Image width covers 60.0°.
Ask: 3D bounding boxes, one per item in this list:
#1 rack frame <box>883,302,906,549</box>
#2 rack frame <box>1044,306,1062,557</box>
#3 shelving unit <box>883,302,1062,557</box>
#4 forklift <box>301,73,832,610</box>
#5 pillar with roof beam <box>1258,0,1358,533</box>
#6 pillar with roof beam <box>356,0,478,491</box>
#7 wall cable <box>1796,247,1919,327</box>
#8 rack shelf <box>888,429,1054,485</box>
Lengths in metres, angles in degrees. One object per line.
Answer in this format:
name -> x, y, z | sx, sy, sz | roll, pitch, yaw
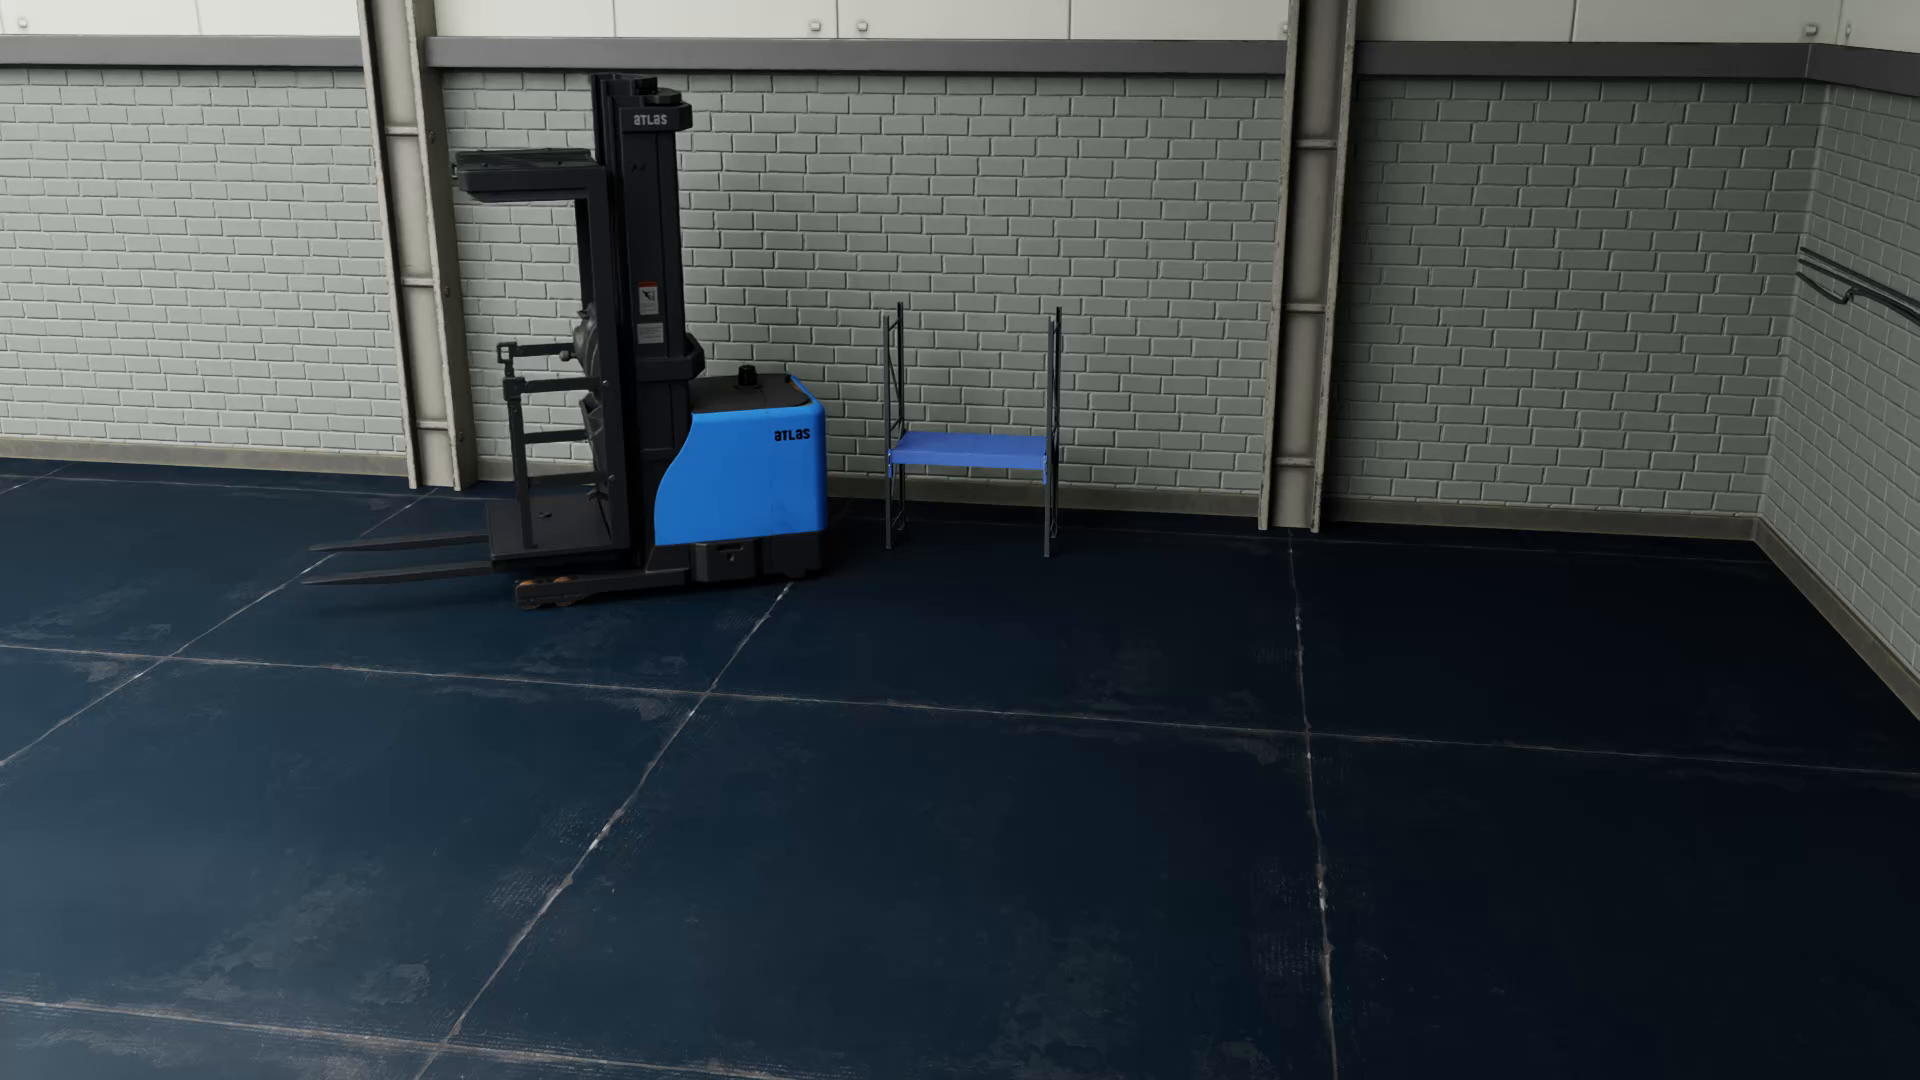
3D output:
rack frame -> -0.418, -0.733, 10.629 | 0.032, 1.500, 0.500 | 3, 19, 9
rack frame -> 0.586, -0.681, 10.476 | 0.032, 1.500, 0.500 | 3, 19, 9
shelving unit -> 0.084, -0.707, 10.552 | 1.048, 1.500, 0.538 | 3, 19, 9
forklift -> -2.359, -1.174, 9.694 | 3.031, 2.935, 1.130 | -5, 19, -16
pillar with roof beam -> 1.515, -3.026, 5.666 | 0.400, 9.000, 9.100 | 3, 19, 9
pillar with roof beam -> -4.409, -3.328, 6.568 | 0.400, 9.000, 9.100 | 3, 19, 9
wall cable -> 4.897, -2.340, 8.508 | 0.112, 2.526, 3.097 | 3, 19, 9
rack shelf -> 0.084, -0.536, 10.609 | 1.000, 0.185, 0.538 | 3, 19, 9
